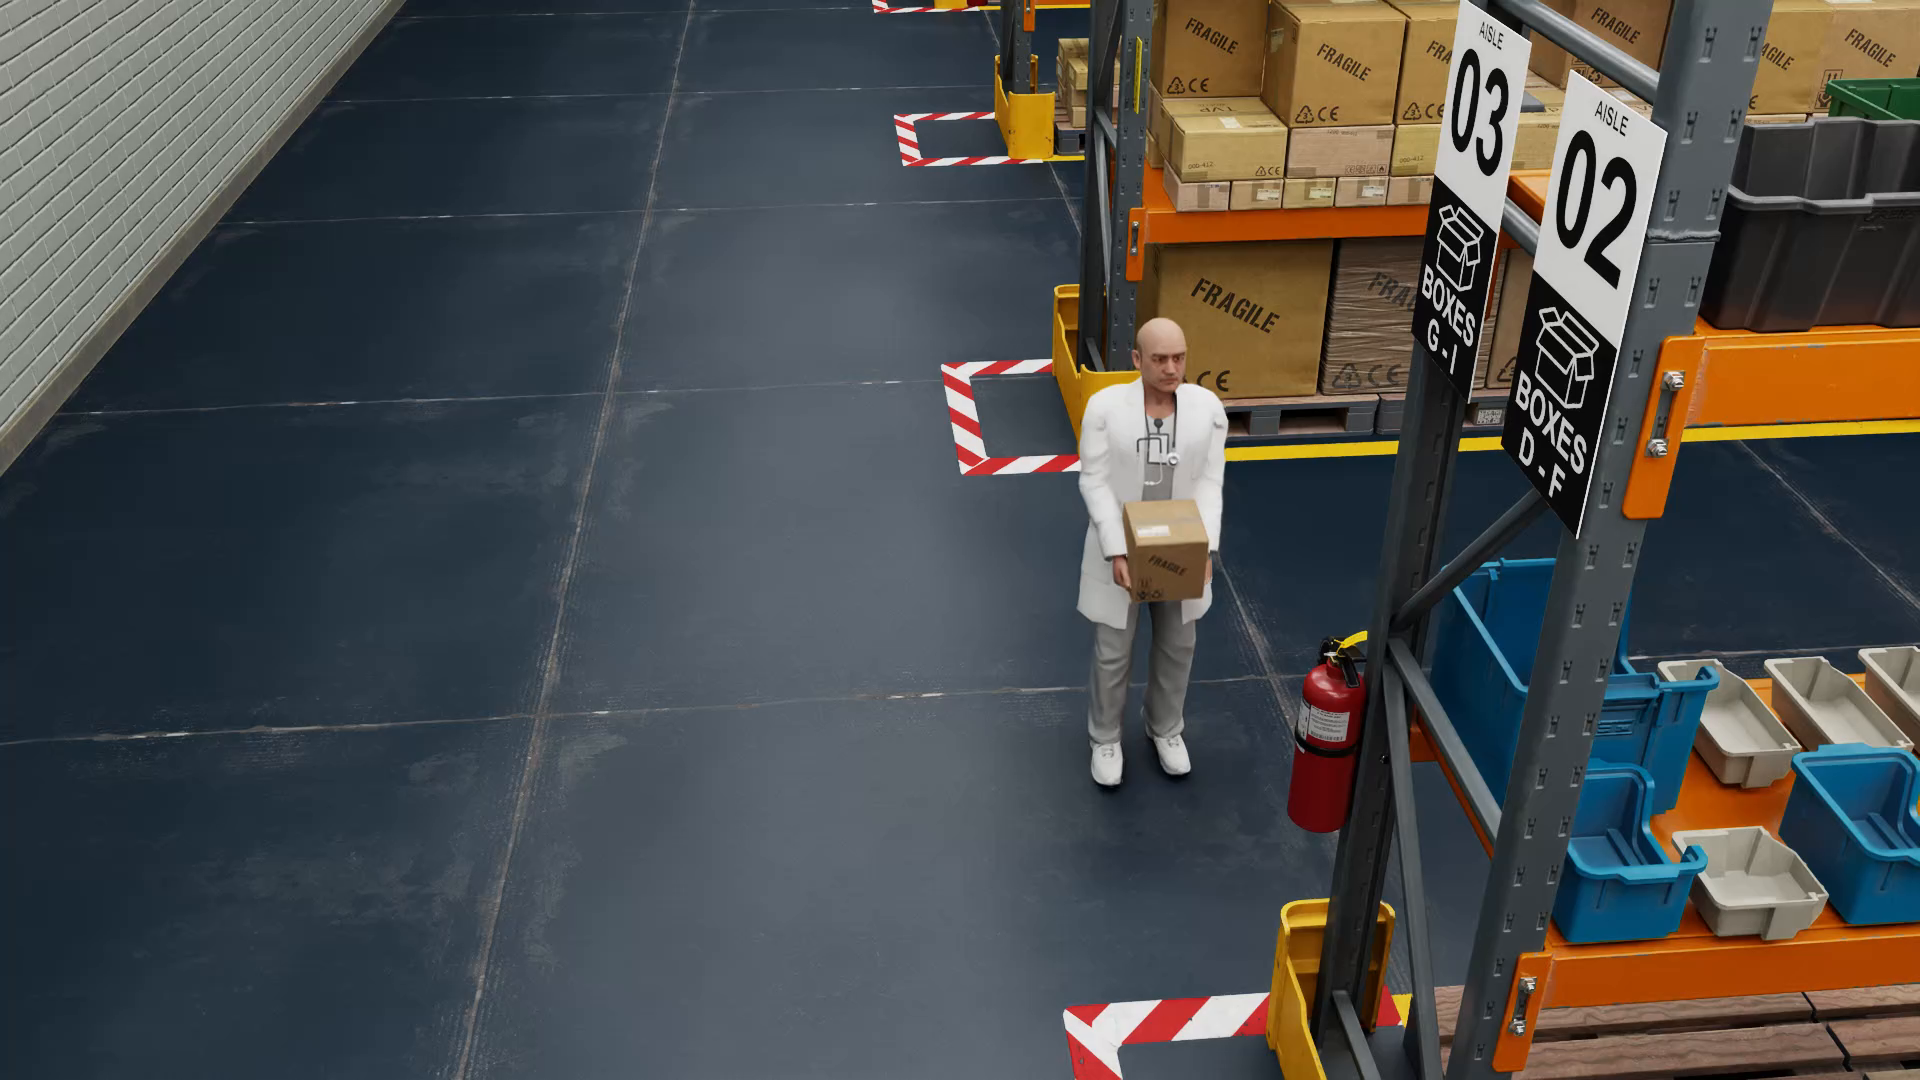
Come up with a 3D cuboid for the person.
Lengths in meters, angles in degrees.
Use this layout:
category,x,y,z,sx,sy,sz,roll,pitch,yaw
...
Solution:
category,x,y,z,sx,sy,sz,roll,pitch,yaw
person,0.693,0.097,5.983,0.533,1.774,0.554,-3,31,-5
